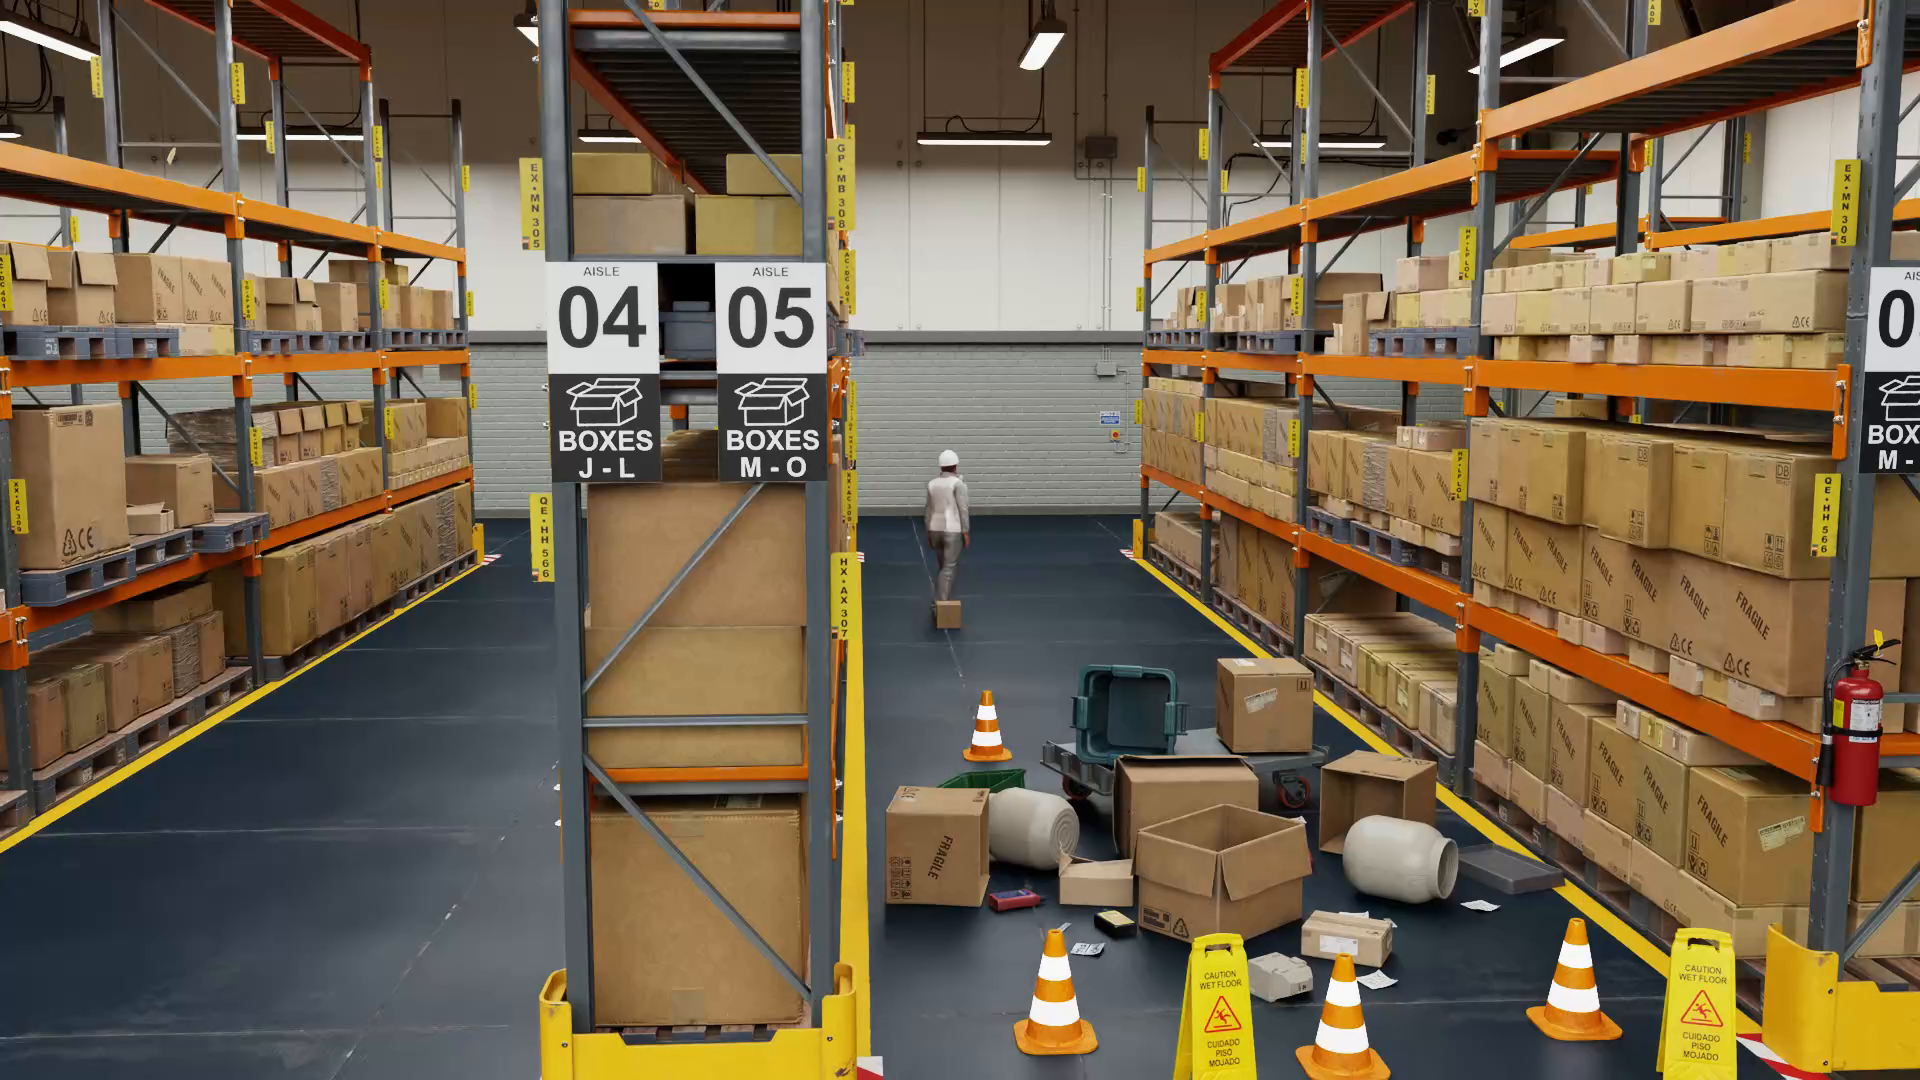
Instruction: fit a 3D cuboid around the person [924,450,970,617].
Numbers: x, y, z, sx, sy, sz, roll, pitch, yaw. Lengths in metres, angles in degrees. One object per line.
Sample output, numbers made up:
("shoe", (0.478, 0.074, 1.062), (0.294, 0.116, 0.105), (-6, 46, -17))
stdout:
("person", (-0.144, -0.067, 17.716), (0.561, 1.764, 0.566), (6, 9, 43))
